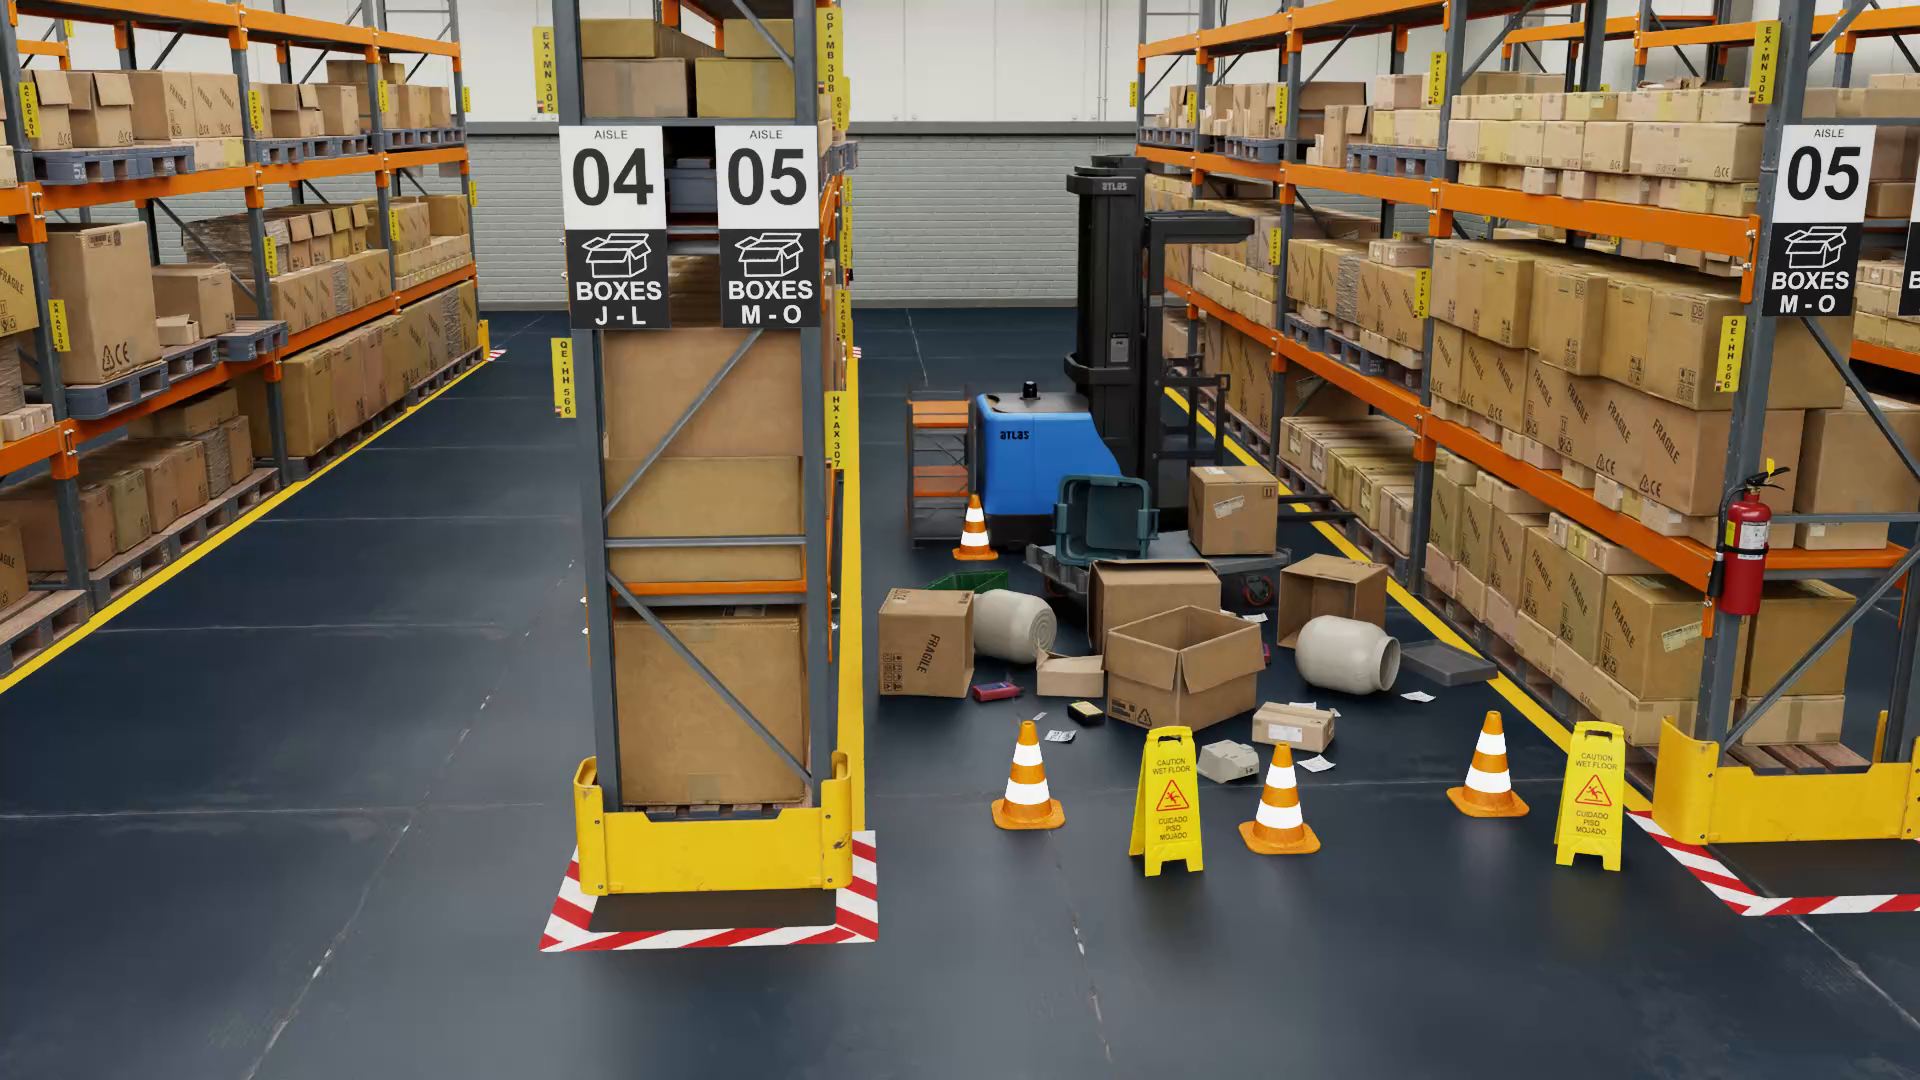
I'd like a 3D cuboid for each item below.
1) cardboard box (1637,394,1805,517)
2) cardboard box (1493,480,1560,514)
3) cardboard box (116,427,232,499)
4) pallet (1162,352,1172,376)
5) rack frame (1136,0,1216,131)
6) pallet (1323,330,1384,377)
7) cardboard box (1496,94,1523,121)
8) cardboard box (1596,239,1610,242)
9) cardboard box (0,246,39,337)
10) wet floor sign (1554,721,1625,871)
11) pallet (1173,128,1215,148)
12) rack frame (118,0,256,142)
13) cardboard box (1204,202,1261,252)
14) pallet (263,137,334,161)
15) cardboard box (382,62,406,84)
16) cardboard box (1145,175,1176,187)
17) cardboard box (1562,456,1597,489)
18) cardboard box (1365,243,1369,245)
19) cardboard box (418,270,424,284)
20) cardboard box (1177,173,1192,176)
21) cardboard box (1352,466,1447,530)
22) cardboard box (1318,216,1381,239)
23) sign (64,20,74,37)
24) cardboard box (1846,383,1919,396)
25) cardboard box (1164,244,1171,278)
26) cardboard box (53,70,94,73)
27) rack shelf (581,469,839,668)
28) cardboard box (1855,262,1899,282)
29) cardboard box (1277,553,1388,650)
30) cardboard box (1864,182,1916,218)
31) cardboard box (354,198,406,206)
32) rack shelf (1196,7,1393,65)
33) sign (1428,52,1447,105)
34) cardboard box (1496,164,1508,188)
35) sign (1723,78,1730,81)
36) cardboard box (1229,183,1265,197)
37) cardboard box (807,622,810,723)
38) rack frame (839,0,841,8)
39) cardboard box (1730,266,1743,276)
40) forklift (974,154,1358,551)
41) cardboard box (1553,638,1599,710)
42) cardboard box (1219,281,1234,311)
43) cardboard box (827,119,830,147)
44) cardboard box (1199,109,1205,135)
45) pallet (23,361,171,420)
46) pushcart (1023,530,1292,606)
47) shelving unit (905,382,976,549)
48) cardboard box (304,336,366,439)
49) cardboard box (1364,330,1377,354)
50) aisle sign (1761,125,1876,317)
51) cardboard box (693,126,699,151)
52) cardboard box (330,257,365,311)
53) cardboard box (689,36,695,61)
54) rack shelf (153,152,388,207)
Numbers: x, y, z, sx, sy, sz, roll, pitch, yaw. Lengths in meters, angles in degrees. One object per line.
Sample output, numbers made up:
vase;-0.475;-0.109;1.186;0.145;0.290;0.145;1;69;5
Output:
cardboard box;3.564;-0.413;7.815;0.500;0.500;0.500;-1;14;-4
cardboard box;3.393;-0.256;9.872;0.380;0.149;0.250;0;14;0
cardboard box;-6.405;-0.625;13.570;0.700;0.500;0.500;-2;15;-8
pallet;3.082;-2.218;21.225;1.003;0.211;1.213;-1;14;-3
rack frame;2.882;-6.975;22.075;1.000;3.000;0.127;-1;14;-3
pallet;3.541;-1.495;13.203;1.003;0.211;1.213;-1;14;-3
cardboard box;3.361;-2.523;9.696;0.380;0.149;0.250;-1;14;-4
cardboard box;8.254;-3.604;20.717;0.500;0.250;0.500;-1;14;-2
cardboard box;-5.963;-1.501;10.036;0.500;0.500;0.500;-1;14;-3
wet floor sign;2.817;1.114;7.402;0.267;0.644;0.232;4;15;16
pallet;3.089;-4.688;19.385;1.003;0.211;1.213;-1;14;-3
rack frame;-6.514;-4.832;13.748;1.000;3.000;0.127;-1;14;-3
cardboard box;2.929;-3.367;17.886;0.500;0.500;0.500;-1;14;-4
pallet;-6.679;-3.725;15.845;1.003;0.211;1.213;0;14;-1
cardboard box;-6.894;-5.530;19.730;0.500;0.250;0.500;-1;14;-5
cardboard box;2.616;-4.693;21.738;0.380;0.149;0.250;0;14;-2
cardboard box;3.487;-0.375;8.969;0.380;0.149;0.250;-1;14;-4
cardboard box;3.726;-2.238;14.066;0.500;0.500;0.500;-1;14;-4
cardboard box;-6.499;-3.075;19.461;0.380;0.149;0.250;-1;14;-5
cardboard box;3.104;-4.830;22.270;0.380;0.149;0.250;-1;14;-3
cardboard box;3.542;-0.325;12.700;0.950;0.372;0.625;0;14;0
cardboard box;3.591;-2.739;15.444;0.500;0.500;0.500;-1;14;-5
sign;-11.405;-6.602;21.272;0.100;0.325;0.005;-1;14;-3
cardboard box;8.356;-1.055;15.031;0.875;0.625;0.625;0;14;-2
cardboard box;2.763;-3.487;20.359;0.500;0.500;0.500;-1;14;-4
cardboard box;-6.675;-3.298;12.601;0.500;0.500;0.500;-1;14;-5
rack shelf;-1.185;-0.138;8.985;1.077;0.370;4.000;-1;14;-3
cardboard box;8.075;-2.370;14.714;0.380;0.149;0.250;-1;14;-2
cardboard box;2.334;0.412;10.417;0.500;0.500;0.500;10;18;35
cardboard box;4.177;-1.509;7.354;0.380;0.149;0.250;-1;14;-3
cardboard box;-7.180;-3.974;20.652;0.500;0.500;0.500;-1;14;-5
rack shelf;3.254;-4.940;16.415;1.077;0.370;4.000;-1;14;-3
sign;3.072;-2.969;10.699;0.100;0.325;0.005;-1;14;-3
cardboard box;3.486;-2.209;10.075;0.380;0.149;0.250;-1;14;-3
sign;8.637;-5.055;18.807;0.100;0.325;0.005;-1;14;-3
cardboard box;3.337;-4.067;19.306;0.380;0.149;0.250;-1;14;-3
cardboard box;-1.226;0.451;8.676;0.875;0.875;0.875;-1;14;-4
rack frame;-2.053;-6.873;21.680;1.000;3.000;0.127;-1;14;-3
cardboard box;7.943;-2.545;16.358;0.500;0.250;0.500;-2;15;-6
forklift;1.654;-1.458;12.810;3.031;2.935;1.130;-1;14;-4
cardboard box;3.530;0.712;8.914;0.500;0.250;0.500;-1;14;-3
cardboard box;2.965;-2.508;17.053;0.500;0.250;0.500;-1;14;-4
cardboard box;-0.887;-2.164;8.857;0.380;0.149;0.250;-1;14;-4
cardboard box;2.811;-4.536;18.042;0.396;0.266;0.258;-1;14;-4
pallet;-6.168;-1.031;11.400;1.003;0.211;1.213;-1;14;-3
pushcart;1.353;0.233;11.365;1.648;0.377;0.936;-6;16;-23
shelving unit;-0.159;-0.607;13.128;0.538;1.125;1.048;0;14;-1
cardboard box;-6.583;-1.495;16.238;1.225;0.875;0.875;-1;14;-3
cardboard box;3.248;-1.483;12.432;0.380;0.149;0.250;-1;14;-3
aisle sign;3.587;-1.329;6.956;0.394;0.787;0.004;-1;14;-3
cardboard box;-1.514;-2.028;8.330;0.380;0.149;0.250;-1;14;-3
cardboard box;-6.397;-2.605;16.930;0.500;0.500;0.500;-1;14;-4
cardboard box;-1.515;-2.415;8.235;0.380;0.149;0.250;-1;14;-3
rack shelf;-6.637;-3.528;16.144;1.077;0.370;4.000;-1;14;-3
